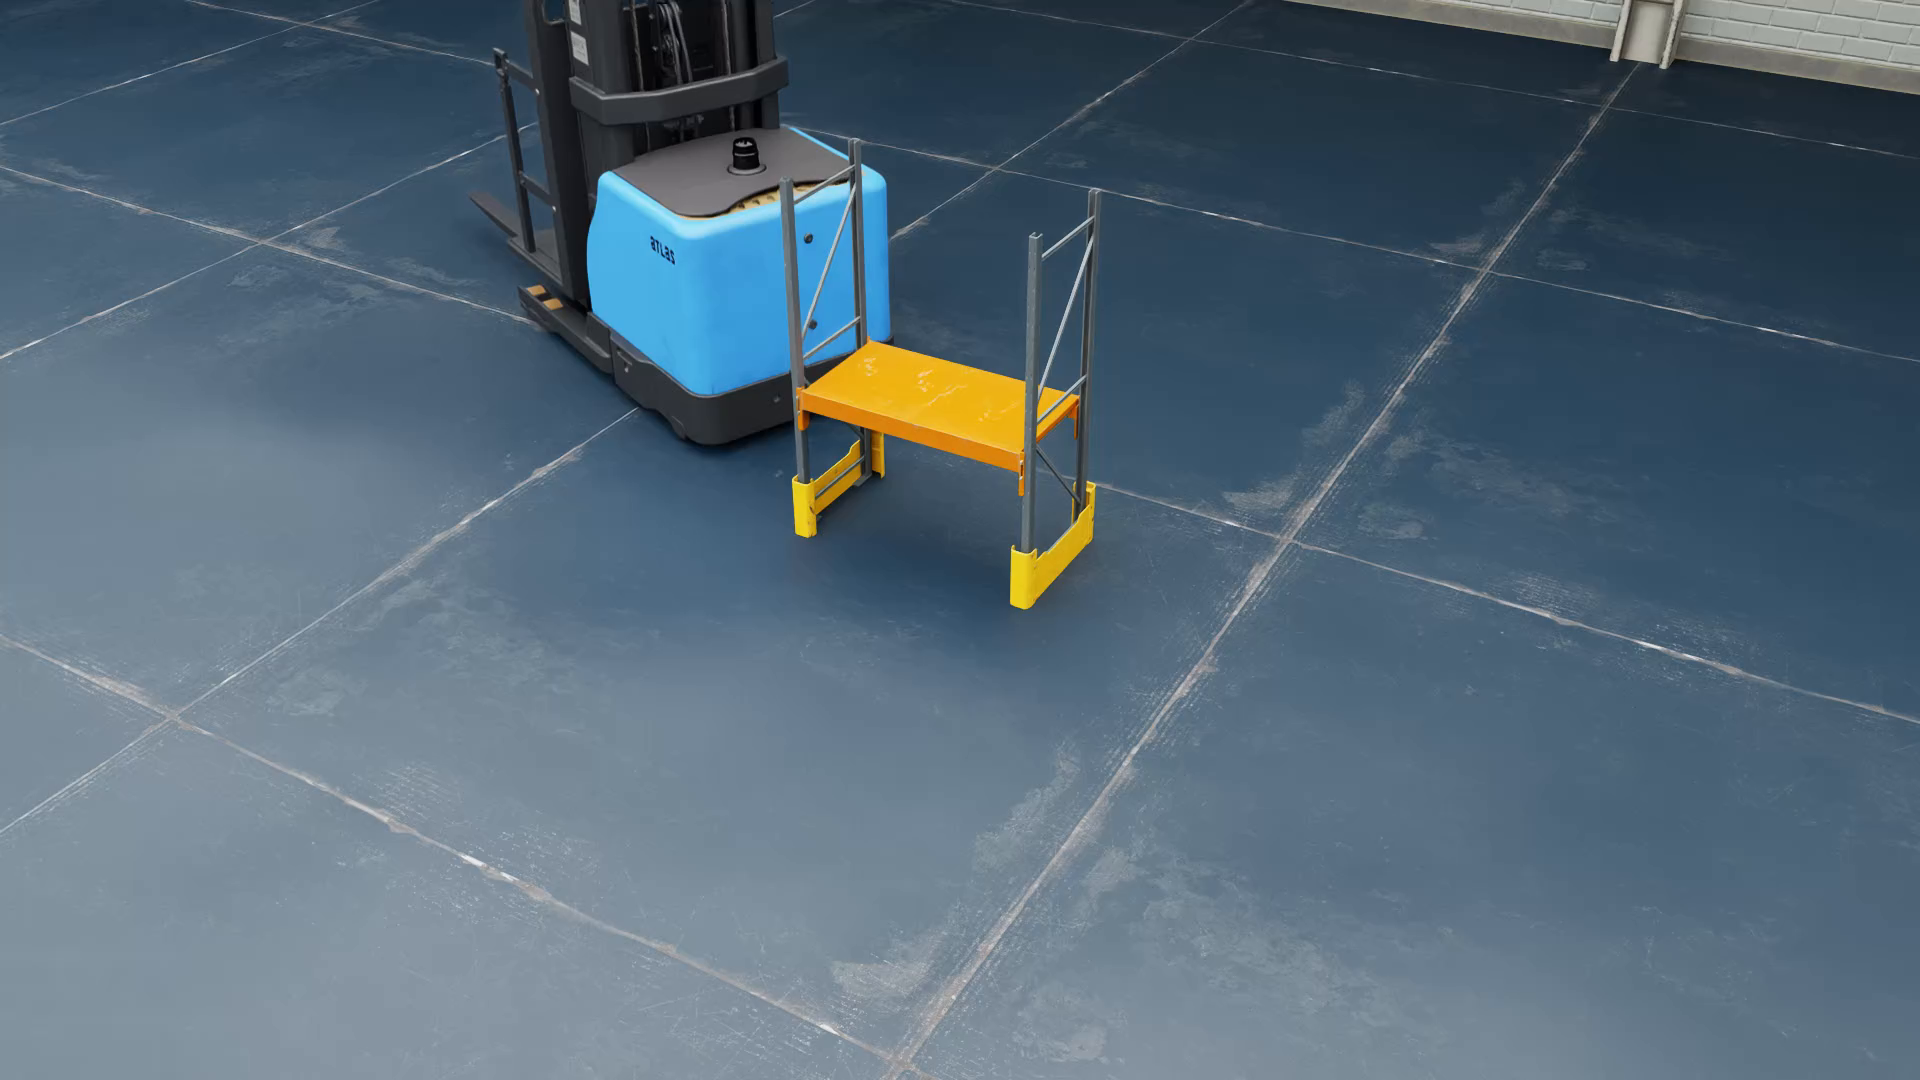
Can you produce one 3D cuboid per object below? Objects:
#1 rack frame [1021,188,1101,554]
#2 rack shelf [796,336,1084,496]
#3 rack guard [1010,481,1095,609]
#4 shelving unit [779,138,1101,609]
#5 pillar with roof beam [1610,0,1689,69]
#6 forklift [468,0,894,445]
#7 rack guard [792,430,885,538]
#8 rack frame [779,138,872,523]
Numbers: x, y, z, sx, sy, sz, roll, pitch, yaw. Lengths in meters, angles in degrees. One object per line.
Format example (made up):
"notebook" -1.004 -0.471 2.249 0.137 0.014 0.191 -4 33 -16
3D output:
"rack frame" 0.367 -0.508 6.160 0.032 1.500 0.500 18 37 24
"rack shelf" -0.074 -0.498 6.469 1.000 0.185 0.538 18 37 24
"rack guard" 0.366 0.012 6.507 0.087 0.250 0.587 18 37 24
"shelving unit" -0.066 -0.645 6.366 1.083 1.500 0.587 18 37 24
"pillar with roof beam" 2.765 -5.130 6.335 0.400 9.000 9.100 18 37 24
"forklift" -1.576 -2.399 7.708 1.130 2.935 3.031 -22 39 -29
"rack guard" -0.499 -0.262 6.918 0.087 0.250 0.587 18 37 24
"rack frame" -0.515 -0.788 6.579 0.032 1.500 0.500 18 37 24
